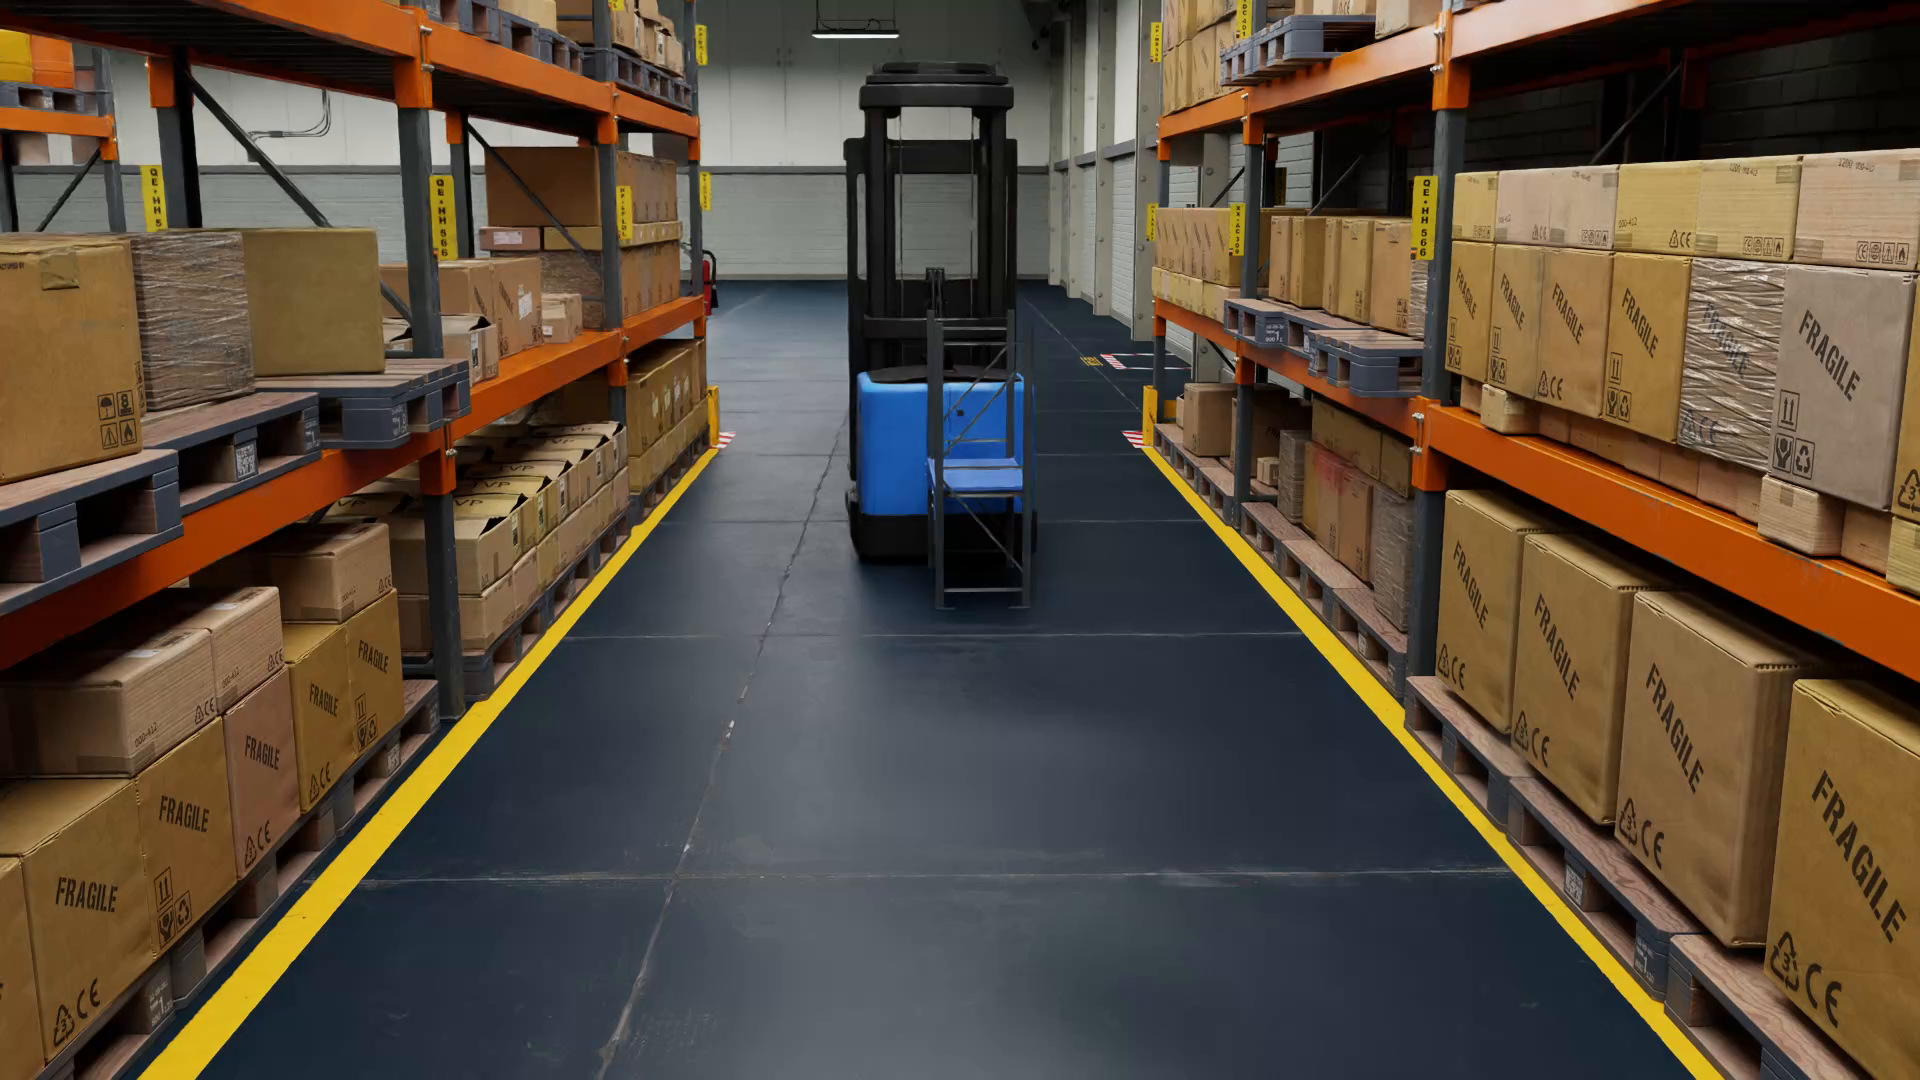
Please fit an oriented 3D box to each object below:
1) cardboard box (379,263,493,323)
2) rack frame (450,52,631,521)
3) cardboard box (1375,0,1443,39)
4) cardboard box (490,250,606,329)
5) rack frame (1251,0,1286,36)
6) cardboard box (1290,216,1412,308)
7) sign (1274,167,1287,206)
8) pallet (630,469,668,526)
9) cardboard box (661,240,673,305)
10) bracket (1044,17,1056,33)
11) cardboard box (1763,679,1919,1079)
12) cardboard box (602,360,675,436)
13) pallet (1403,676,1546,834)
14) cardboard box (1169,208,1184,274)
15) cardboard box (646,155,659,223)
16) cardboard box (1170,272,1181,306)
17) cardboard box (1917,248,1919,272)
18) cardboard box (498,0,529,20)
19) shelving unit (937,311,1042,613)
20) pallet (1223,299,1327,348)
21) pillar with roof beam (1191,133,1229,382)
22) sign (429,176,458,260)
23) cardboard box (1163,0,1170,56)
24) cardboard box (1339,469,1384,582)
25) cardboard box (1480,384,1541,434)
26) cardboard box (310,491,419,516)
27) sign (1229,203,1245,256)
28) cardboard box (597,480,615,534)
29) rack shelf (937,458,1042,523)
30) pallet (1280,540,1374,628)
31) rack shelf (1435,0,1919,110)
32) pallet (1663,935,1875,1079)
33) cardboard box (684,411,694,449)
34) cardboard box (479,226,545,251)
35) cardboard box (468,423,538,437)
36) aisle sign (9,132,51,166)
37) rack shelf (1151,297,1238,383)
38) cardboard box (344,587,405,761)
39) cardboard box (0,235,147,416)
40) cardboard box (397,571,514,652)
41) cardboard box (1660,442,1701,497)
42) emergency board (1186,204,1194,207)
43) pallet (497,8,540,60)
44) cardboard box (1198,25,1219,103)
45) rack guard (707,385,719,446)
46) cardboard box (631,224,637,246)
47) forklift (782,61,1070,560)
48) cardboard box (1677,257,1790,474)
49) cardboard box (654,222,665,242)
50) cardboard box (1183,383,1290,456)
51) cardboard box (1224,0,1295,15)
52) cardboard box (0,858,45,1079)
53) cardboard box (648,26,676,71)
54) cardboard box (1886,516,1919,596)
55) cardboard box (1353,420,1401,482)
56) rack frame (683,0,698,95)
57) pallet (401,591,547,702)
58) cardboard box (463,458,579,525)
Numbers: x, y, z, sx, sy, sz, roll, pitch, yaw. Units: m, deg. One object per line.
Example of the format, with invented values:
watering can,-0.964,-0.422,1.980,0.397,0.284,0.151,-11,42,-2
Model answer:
cardboard box,-2.621,-1.111,8.239,0.500,0.500,0.500,-1,11,-4
rack frame,-2.653,-1.524,10.525,1.000,3.000,0.127,0,11,-1
cardboard box,2.098,-2.328,7.118,0.500,0.311,0.500,0,11,-1
cardboard box,-2.668,-1.661,10.950,0.700,0.500,0.500,-1,11,-3
rack frame,2.300,-4.485,10.032,1.000,3.000,0.127,0,11,-1
cardboard box,2.281,-1.597,9.528,0.700,0.500,0.500,1,12,5
sign,2.772,-3.060,14.393,0.100,0.325,0.005,0,11,-1
pallet,-2.627,-0.315,11.582,1.003,0.211,1.213,0,11,-1
cardboard box,-2.723,-2.171,13.462,0.700,0.500,0.500,0,11,0
bracket,2.183,-12.276,39.382,0.076,0.066,4.783,0,11,-1
cardboard box,2.322,0.765,3.596,0.750,0.750,0.750,0,11,0
cardboard box,-2.370,-1.042,12.122,0.500,0.500,0.500,0,11,-1
pallet,2.323,0.774,6.213,1.003,0.211,1.213,0,11,-1
cardboard box,1.931,-2.346,13.022,0.500,0.500,0.500,-1,11,-3
cardboard box,-2.710,-2.695,12.787,0.700,0.500,0.500,0,11,-1
cardboard box,1.939,-1.973,13.069,0.500,0.250,0.500,0,11,-2
cardboard box,2.200,-0.618,3.127,0.500,0.250,0.500,0,11,0
cardboard box,-2.636,-2.894,9.058,0.500,0.250,0.500,-1,12,-7
shelving unit,0.174,-0.459,9.048,0.538,1.500,1.048,1,11,3
pallet,2.170,-1.298,9.896,1.003,0.211,1.213,0,11,-1
pillar with roof beam,-1.332,-6.319,19.075,9.100,9.000,0.400,0,11,-1
sign,-2.028,-1.261,6.518,0.100,0.325,0.005,0,11,-1
cardboard box,1.982,-4.281,13.756,0.500,0.500,0.500,-1,12,-5
cardboard box,2.382,-0.085,8.612,0.700,0.500,0.500,0,11,-1
cardboard box,2.075,-0.467,5.896,0.380,0.149,0.250,0,11,1
cardboard box,-2.844,-0.068,7.799,0.500,0.311,0.500,0,11,-2
sign,1.757,-1.965,10.524,0.100,0.325,0.005,0,11,-1
cardboard box,-2.346,-0.200,9.860,0.500,0.250,0.500,0,11,-2
rack shelf,0.174,-0.283,9.084,0.538,0.185,1.000,1,11,3
pallet,2.345,0.220,8.945,1.003,0.211,1.213,0,11,-1
rack shelf,2.424,-1.469,4.523,1.077,0.370,4.000,0,11,-1
pallet,2.374,1.259,3.822,1.003,0.211,1.213,0,11,-1
cardboard box,-2.395,-0.873,13.177,0.500,0.250,0.500,0,11,-1
cardboard box,-2.873,-1.944,10.712,0.380,0.149,0.250,0,11,-1
cardboard box,-2.893,-0.574,10.291,0.500,0.311,0.500,0,11,-1
aisle sign,-7.982,-3.586,14.154,0.394,0.787,0.004,0,11,-1
rack shelf,2.258,-1.590,12.660,1.077,0.370,4.000,0,11,-1
cardboard box,-2.316,0.466,5.899,0.500,0.500,0.500,0,11,1
cardboard box,-2.586,-0.539,4.364,0.700,0.500,0.500,-3,12,-16
cardboard box,-2.287,0.308,7.356,0.500,0.250,0.500,0,11,-1
cardboard box,2.199,-0.213,4.645,0.380,0.149,0.250,0,11,1
emergency board,2.959,-3.888,22.181,0.194,1.169,0.643,0,11,-1
pallet,-2.700,-2.463,8.085,1.003,0.211,1.213,0,11,1
cardboard box,1.995,-3.383,11.846,0.500,0.500,0.500,-1,11,-3
rack guard,-2.736,-1.098,14.716,1.175,0.500,0.348,0,11,-1
cardboard box,-2.487,-2.148,11.719,0.380,0.149,0.250,-1,11,-3
forklift,-0.401,-1.571,10.930,1.130,2.935,3.031,-5,13,-24
cardboard box,2.181,-0.451,4.188,0.500,0.500,0.500,0,11,-1
cardboard box,-2.516,-2.405,12.988,0.380,0.149,0.250,0,11,1
cardboard box,2.118,-0.933,12.795,0.700,0.500,0.500,-1,12,-5
cardboard box,2.018,-3.662,10.705,0.500,0.500,0.500,-1,12,-6
cardboard box,-2.254,0.979,3.370,0.500,0.500,0.500,-1,11,-4
cardboard box,-2.437,-3.681,12.431,0.500,0.311,0.500,1,12,6
cardboard box,2.146,0.043,3.385,0.380,0.149,0.250,0,11,0
cardboard box,2.351,-0.466,8.608,0.500,0.250,0.500,0,11,-1
rack frame,-2.735,-5.259,13.848,1.000,3.000,0.127,0,11,-1
pallet,-2.548,0.474,7.690,1.003,0.211,1.213,0,11,-1
cardboard box,-2.326,-0.275,8.818,0.500,0.311,0.500,0,11,-2
